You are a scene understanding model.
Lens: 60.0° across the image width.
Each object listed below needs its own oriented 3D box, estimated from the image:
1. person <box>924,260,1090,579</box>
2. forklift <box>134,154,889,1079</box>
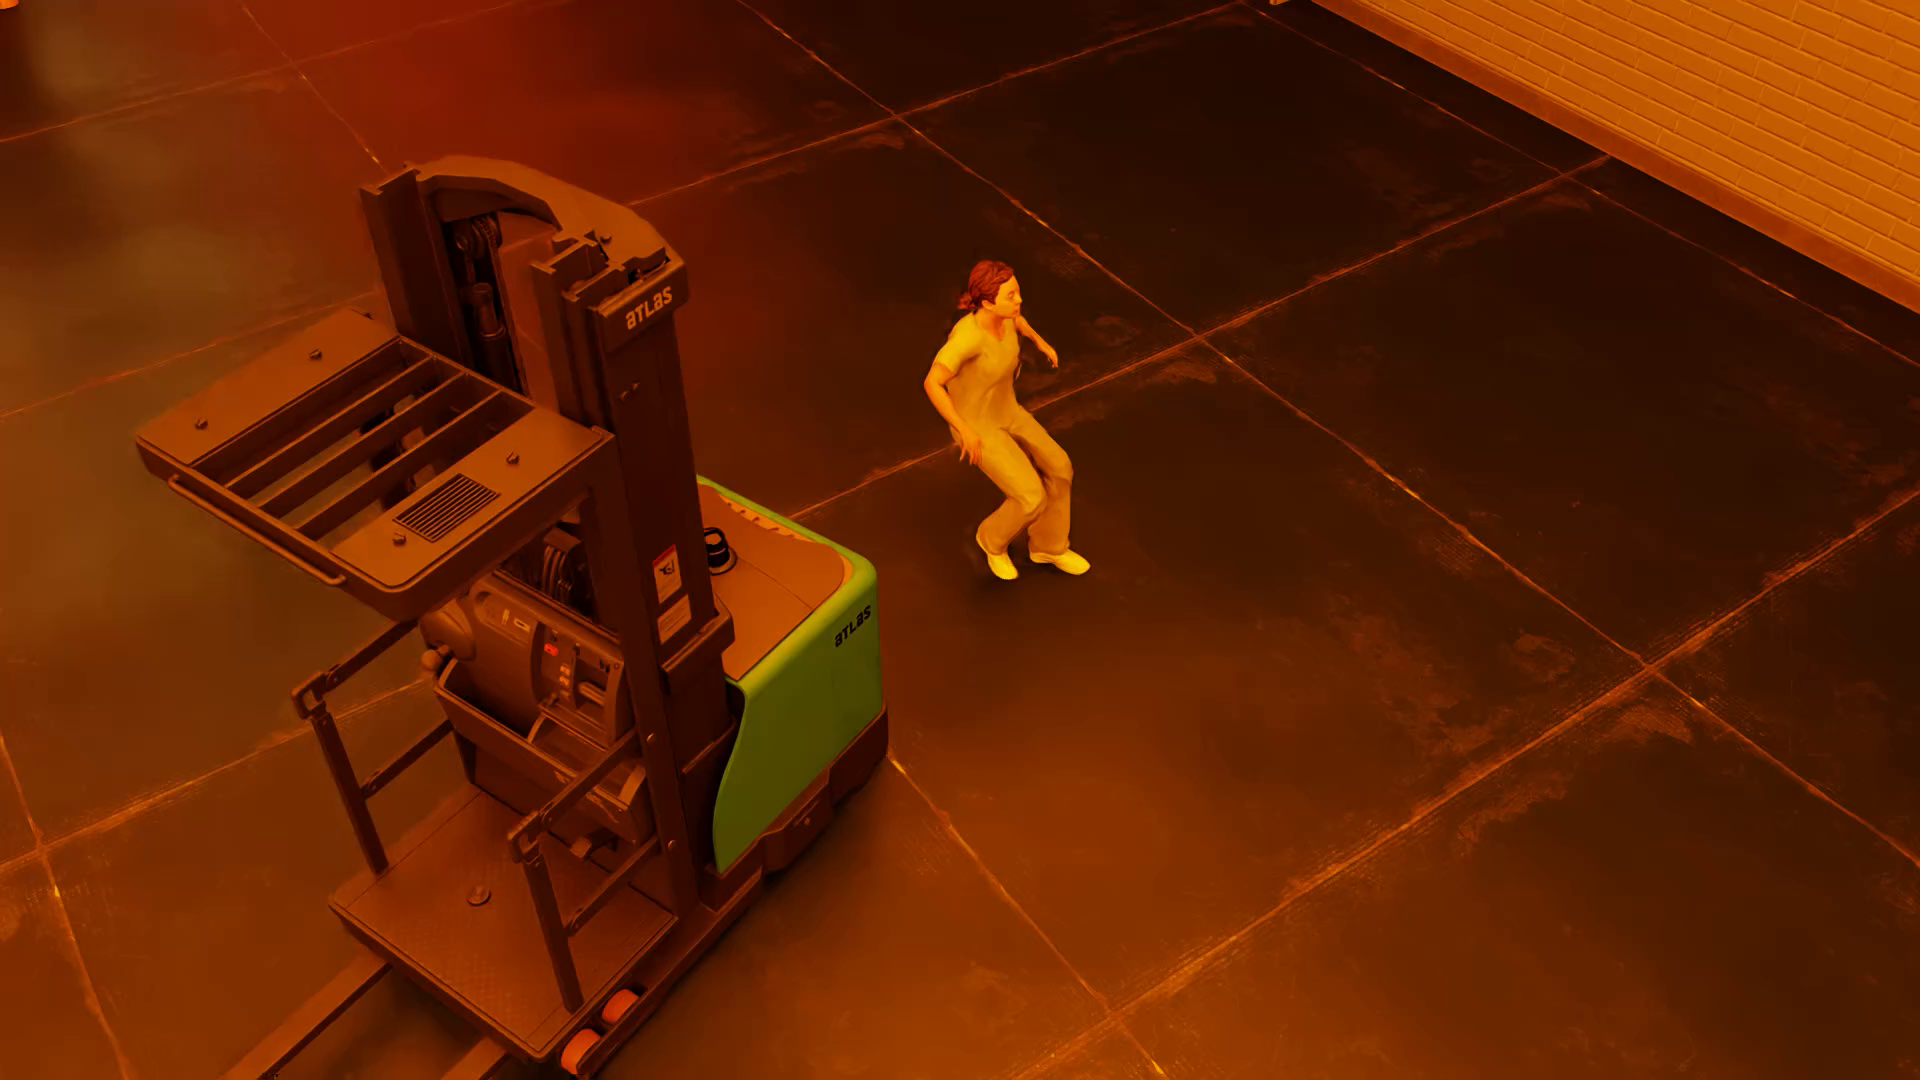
[{"bbox_3d":[0.275,-0.492,7.262,0.681,1.564,0.902,22,47,22],"label":"person"},{"bbox_3d":[-1.555,0.427,5.252,1.130,2.935,3.031,26,48,25],"label":"forklift"}]
